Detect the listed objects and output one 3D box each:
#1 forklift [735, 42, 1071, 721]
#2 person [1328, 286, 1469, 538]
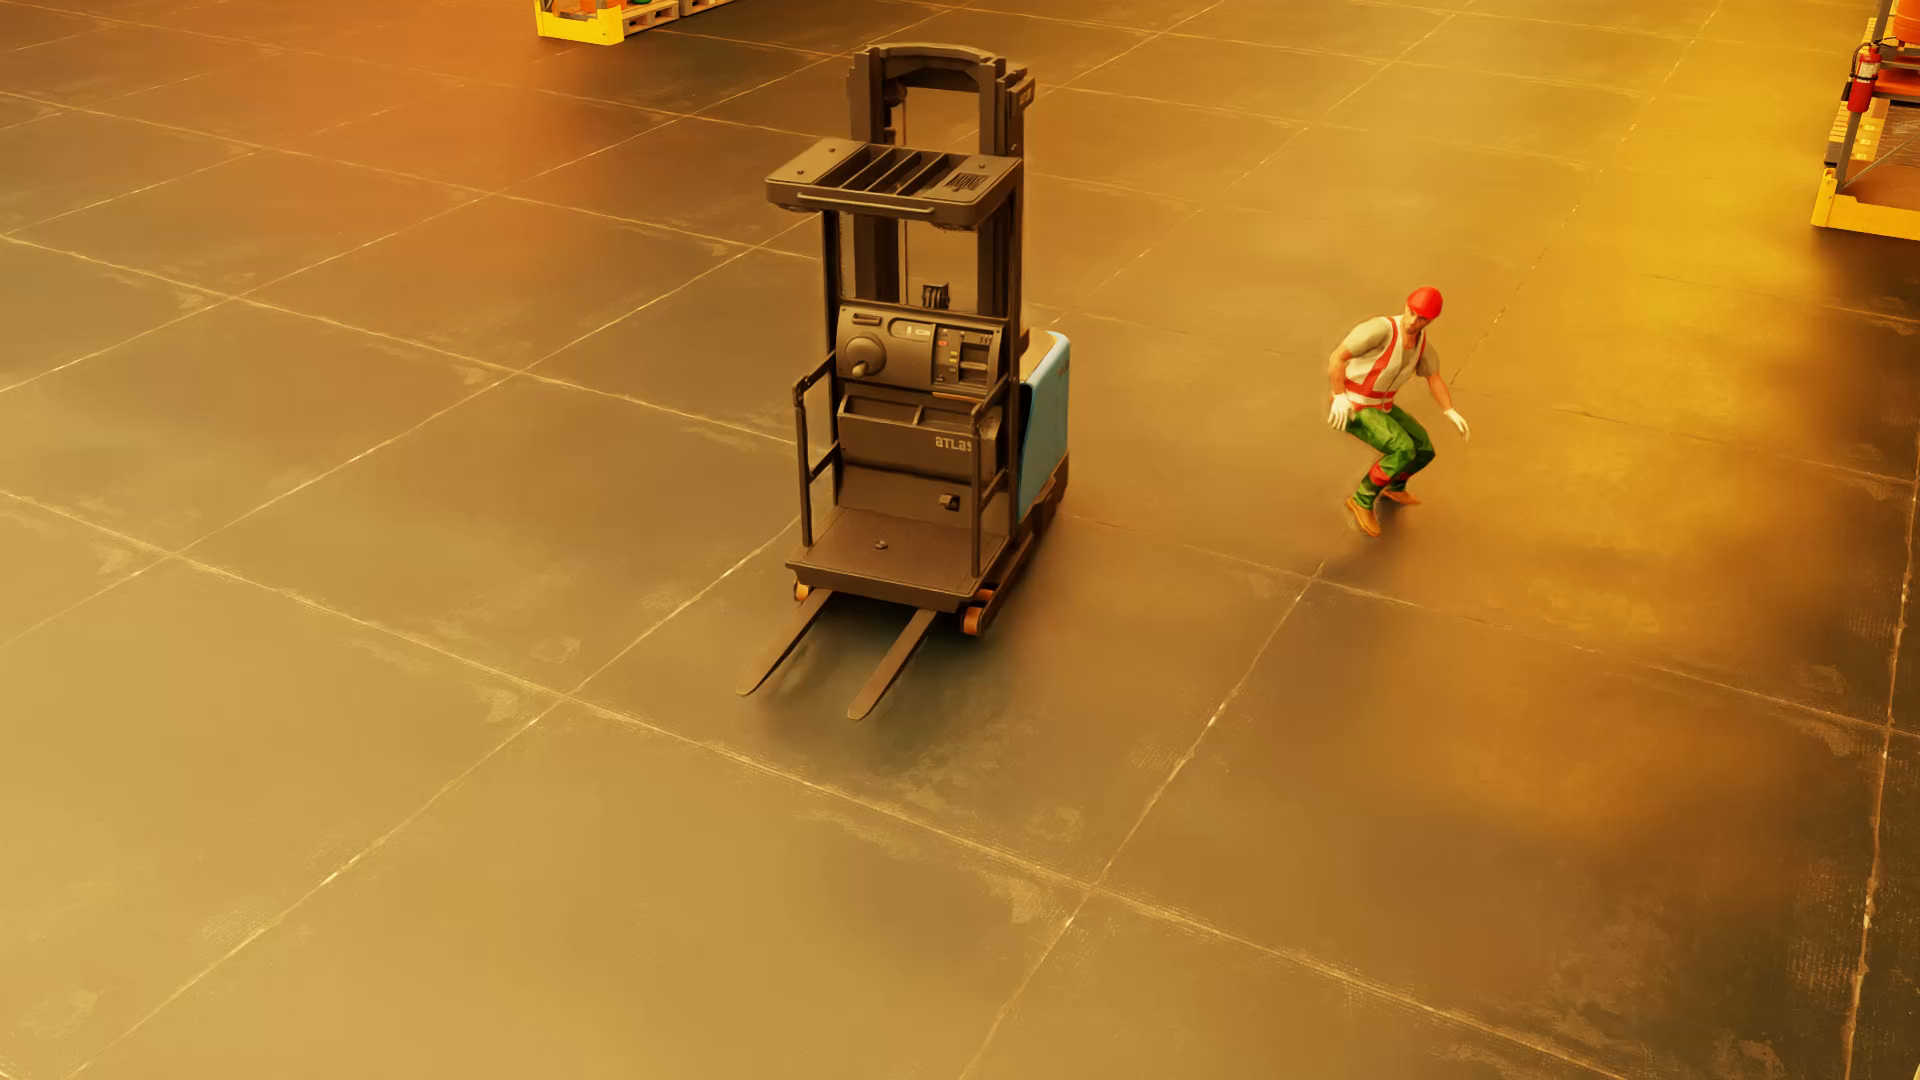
[{"bbox_3d":[-0.292,-0.973,8.757,1.130,2.935,3.031,10,32,17],"label":"forklift"},{"bbox_3d":[2.564,-0.768,9.863,0.811,1.535,0.679,-24,38,-35],"label":"person"}]
